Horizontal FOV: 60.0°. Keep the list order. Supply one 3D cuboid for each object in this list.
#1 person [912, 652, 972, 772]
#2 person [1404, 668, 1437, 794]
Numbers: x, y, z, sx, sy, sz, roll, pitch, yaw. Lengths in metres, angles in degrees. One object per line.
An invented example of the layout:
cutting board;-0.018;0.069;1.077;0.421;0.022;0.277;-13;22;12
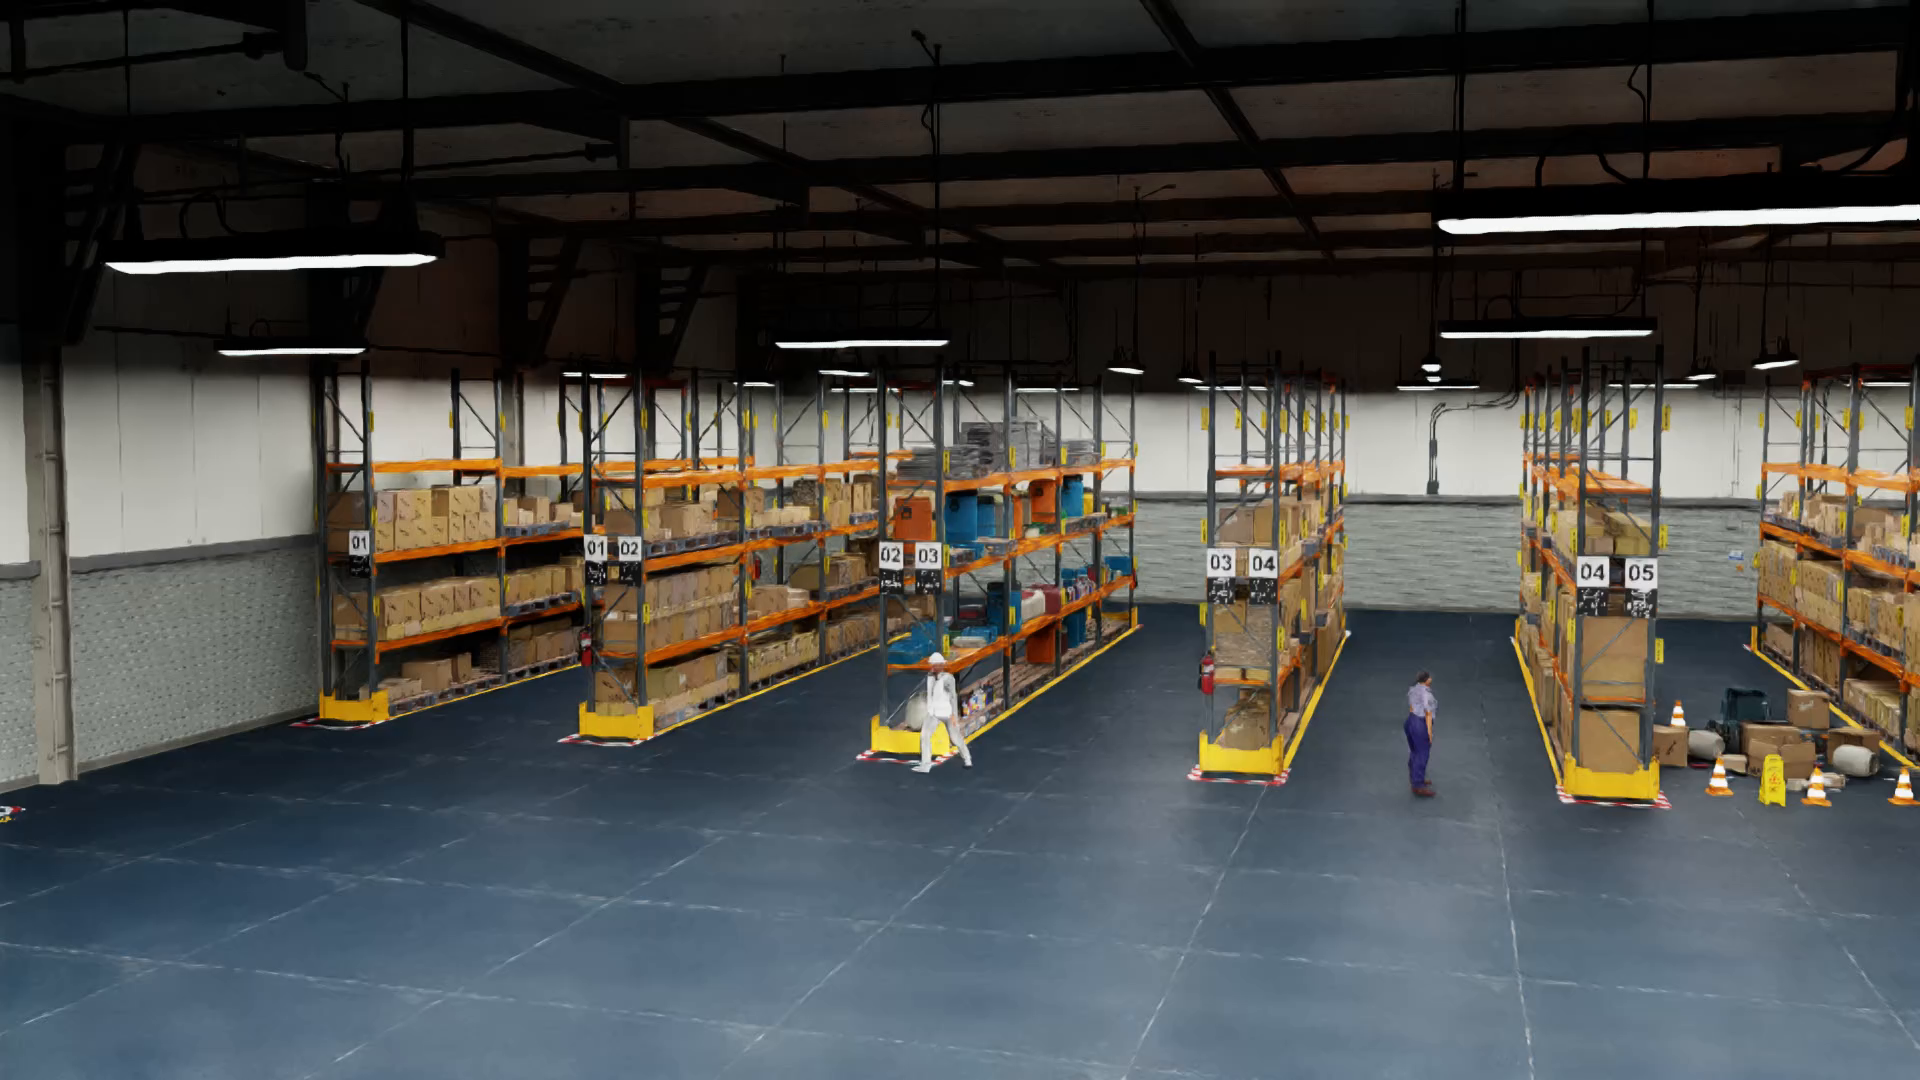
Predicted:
person;-0.235;2.450;23.770;0.574;1.721;0.955;3;5;37
person;6.266;2.561;22.476;0.445;1.658;0.579;-1;4;-13
